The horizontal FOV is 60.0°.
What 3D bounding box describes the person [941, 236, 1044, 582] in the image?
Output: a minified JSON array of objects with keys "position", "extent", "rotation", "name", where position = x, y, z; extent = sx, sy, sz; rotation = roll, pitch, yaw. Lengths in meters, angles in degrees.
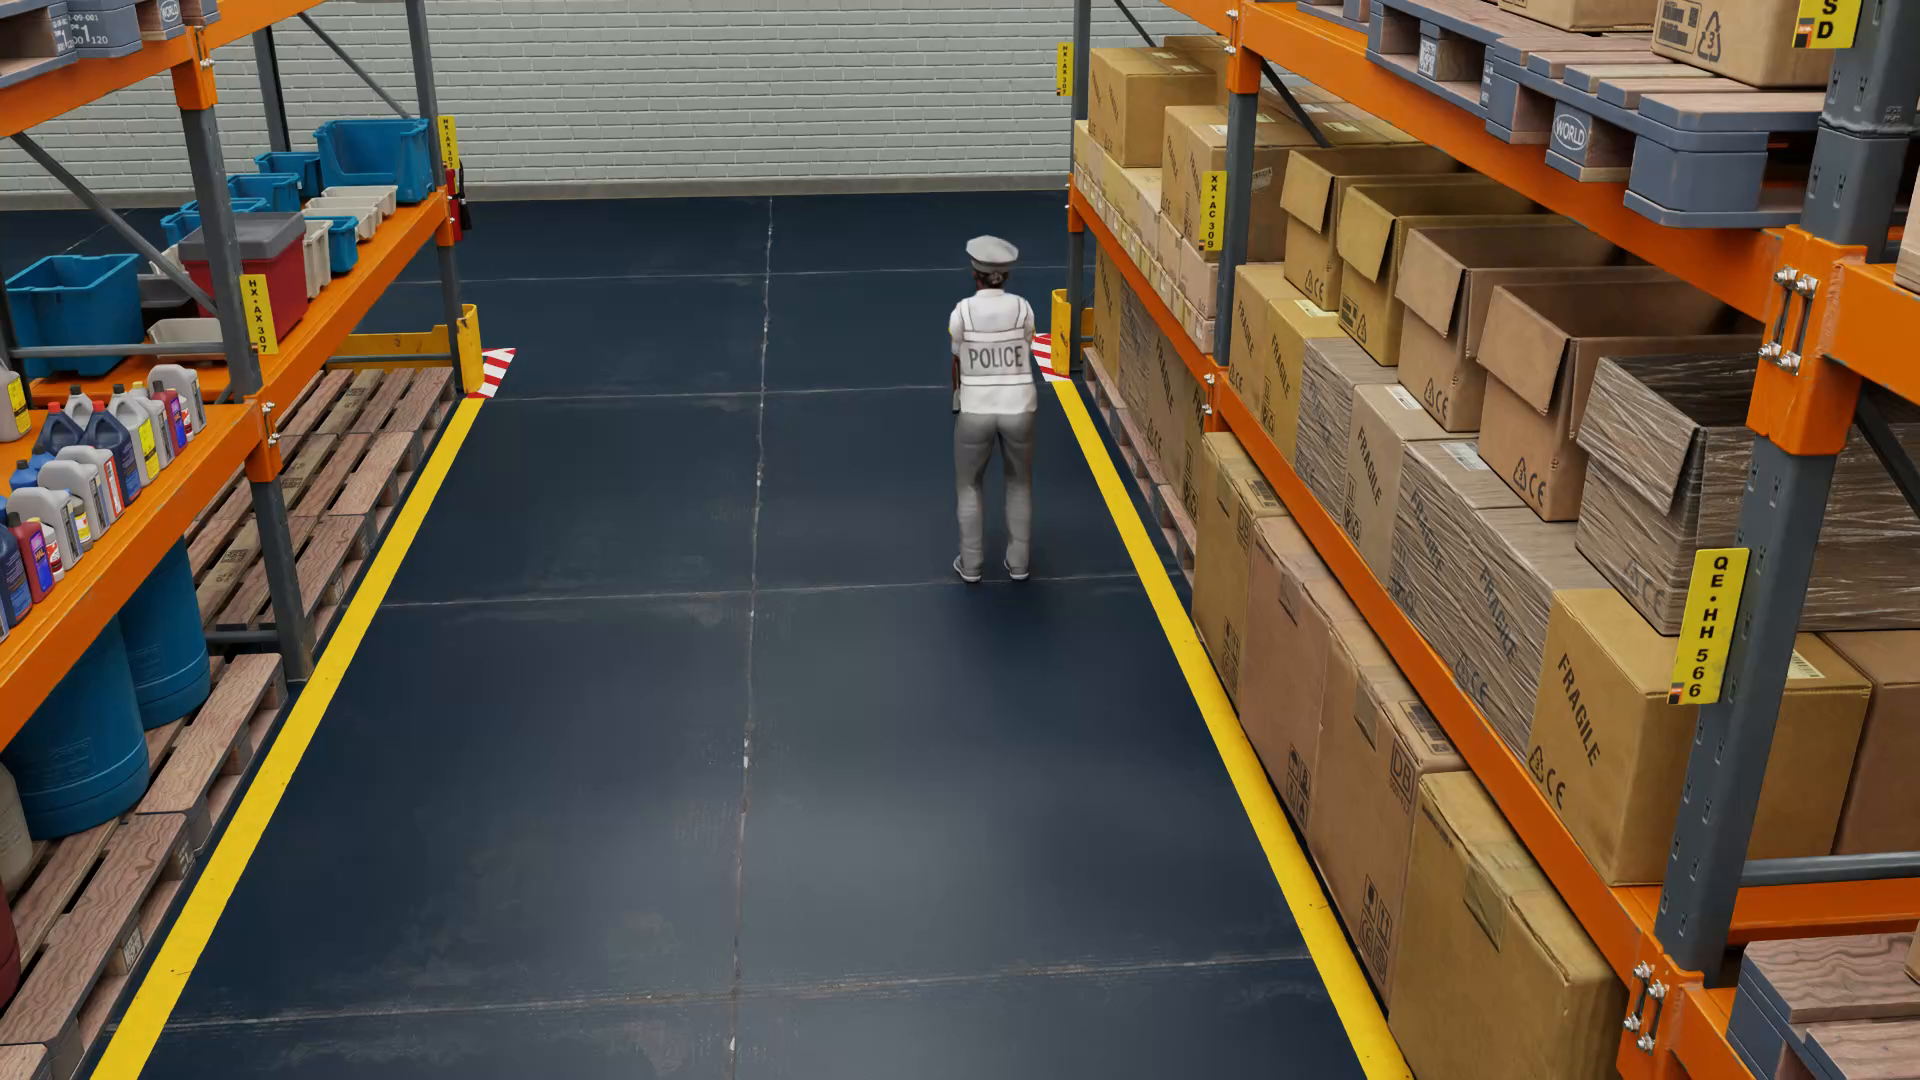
[{"position":[0.160,-0.592,7.942],"extent":[0.512,1.656,0.395],"rotation":[-3,24,-7],"name":"person"}]
